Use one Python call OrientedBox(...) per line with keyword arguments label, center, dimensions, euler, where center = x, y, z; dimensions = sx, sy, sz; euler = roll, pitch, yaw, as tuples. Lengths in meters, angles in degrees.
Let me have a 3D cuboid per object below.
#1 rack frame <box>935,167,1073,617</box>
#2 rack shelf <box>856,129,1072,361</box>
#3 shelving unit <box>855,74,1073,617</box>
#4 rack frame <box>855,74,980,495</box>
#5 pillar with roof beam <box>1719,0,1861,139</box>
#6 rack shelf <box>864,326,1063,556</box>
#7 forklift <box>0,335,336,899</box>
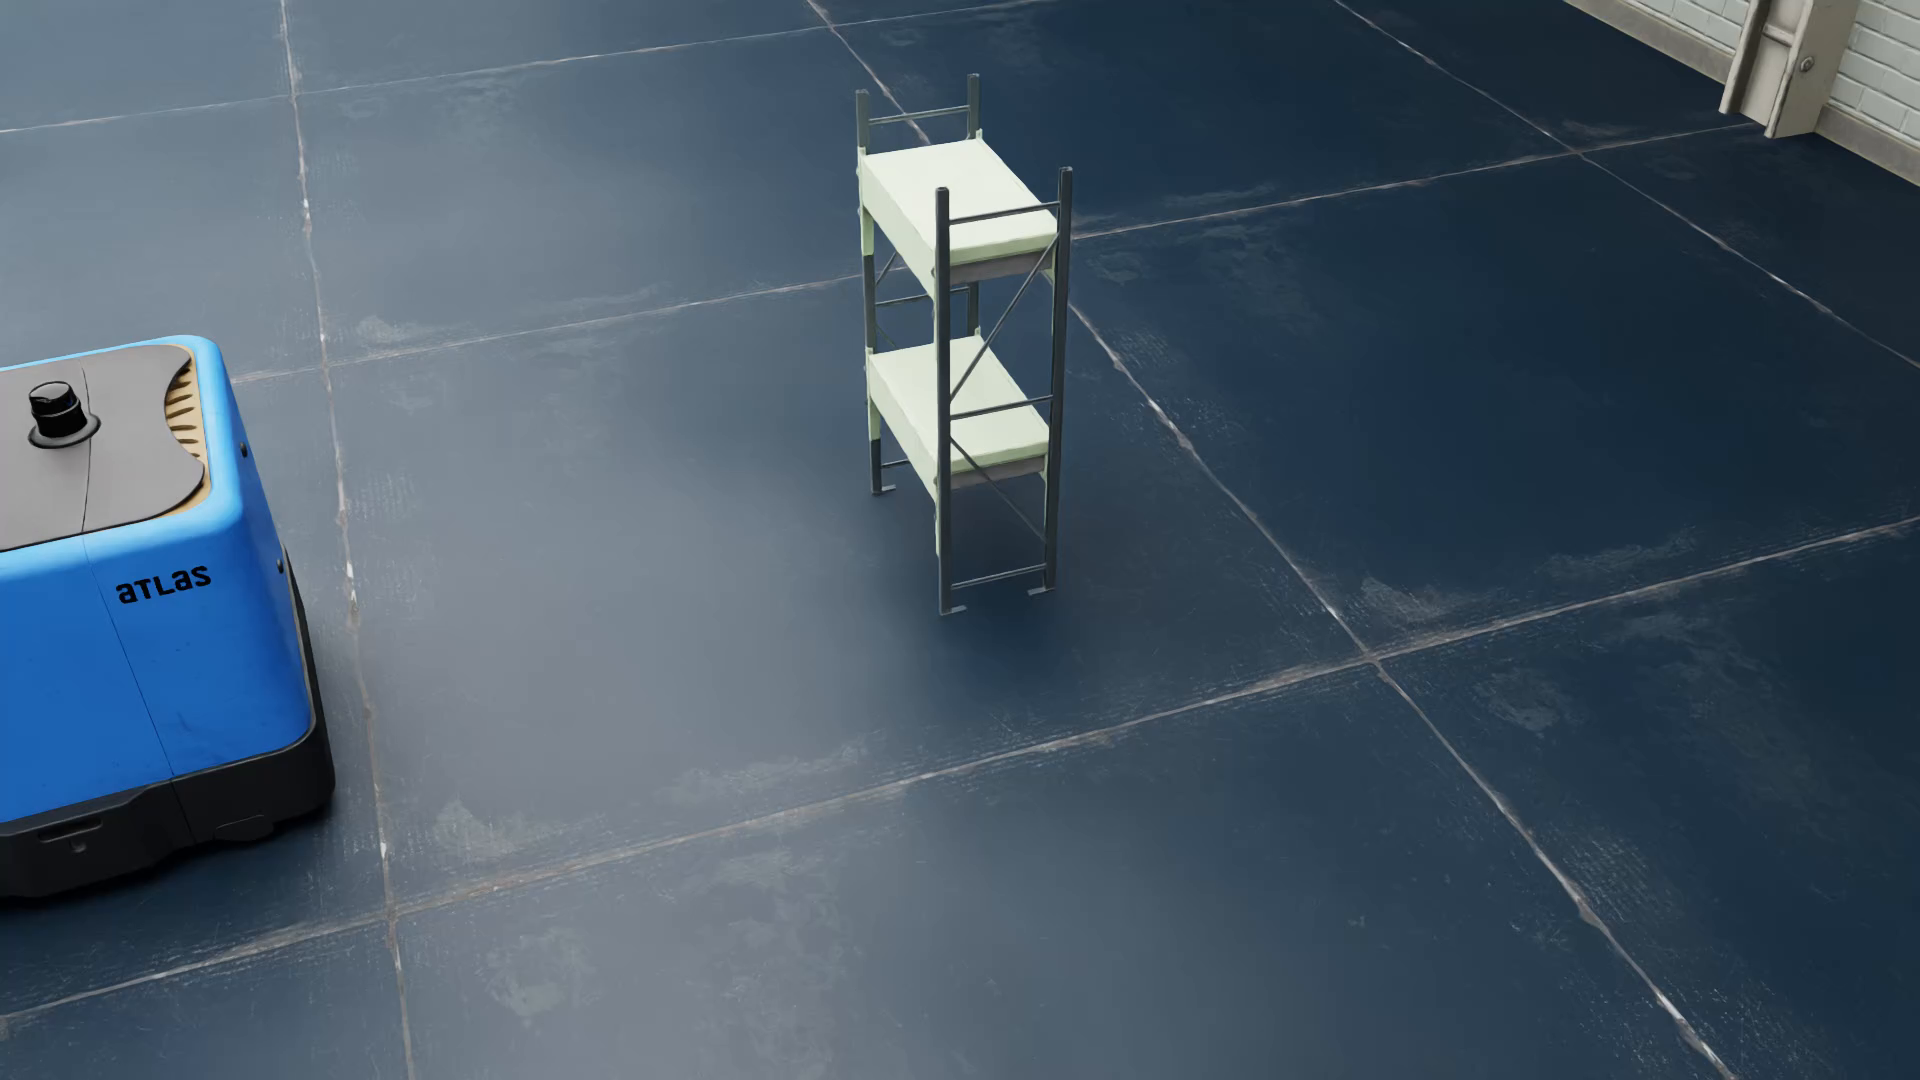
OrientedBox(label="rack frame", center=(0.124, -0.396, 5.029), dimensions=(0.400, 1.500, 0.023), euler=(-12, 39, -16))
OrientedBox(label="rack shelf", center=(-0.002, -0.915, 5.069), dimensions=(0.431, 0.370, 0.720), euler=(-12, 39, -16))
OrientedBox(label="shelving unit", center=(-0.002, -0.603, 5.304), dimensions=(0.431, 1.500, 0.755), euler=(-12, 39, -16))
OrientedBox(label="rack frame", center=(-0.128, -0.810, 5.578), dimensions=(0.400, 1.500, 0.023), euler=(-12, 39, -16))
OrientedBox(label="pillar with roof beam", center=(0.159, -4.886, 4.758), dimensions=(9.100, 9.000, 0.400), euler=(-12, 39, -16))
OrientedBox(label="rack shelf", center=(-0.002, -0.342, 5.500), dimensions=(0.431, 0.370, 0.720), euler=(-12, 39, -16))
OrientedBox(label="forklift", center=(-3.332, -0.303, 3.716), dimensions=(3.031, 2.935, 1.130), euler=(-15, 39, -19))
